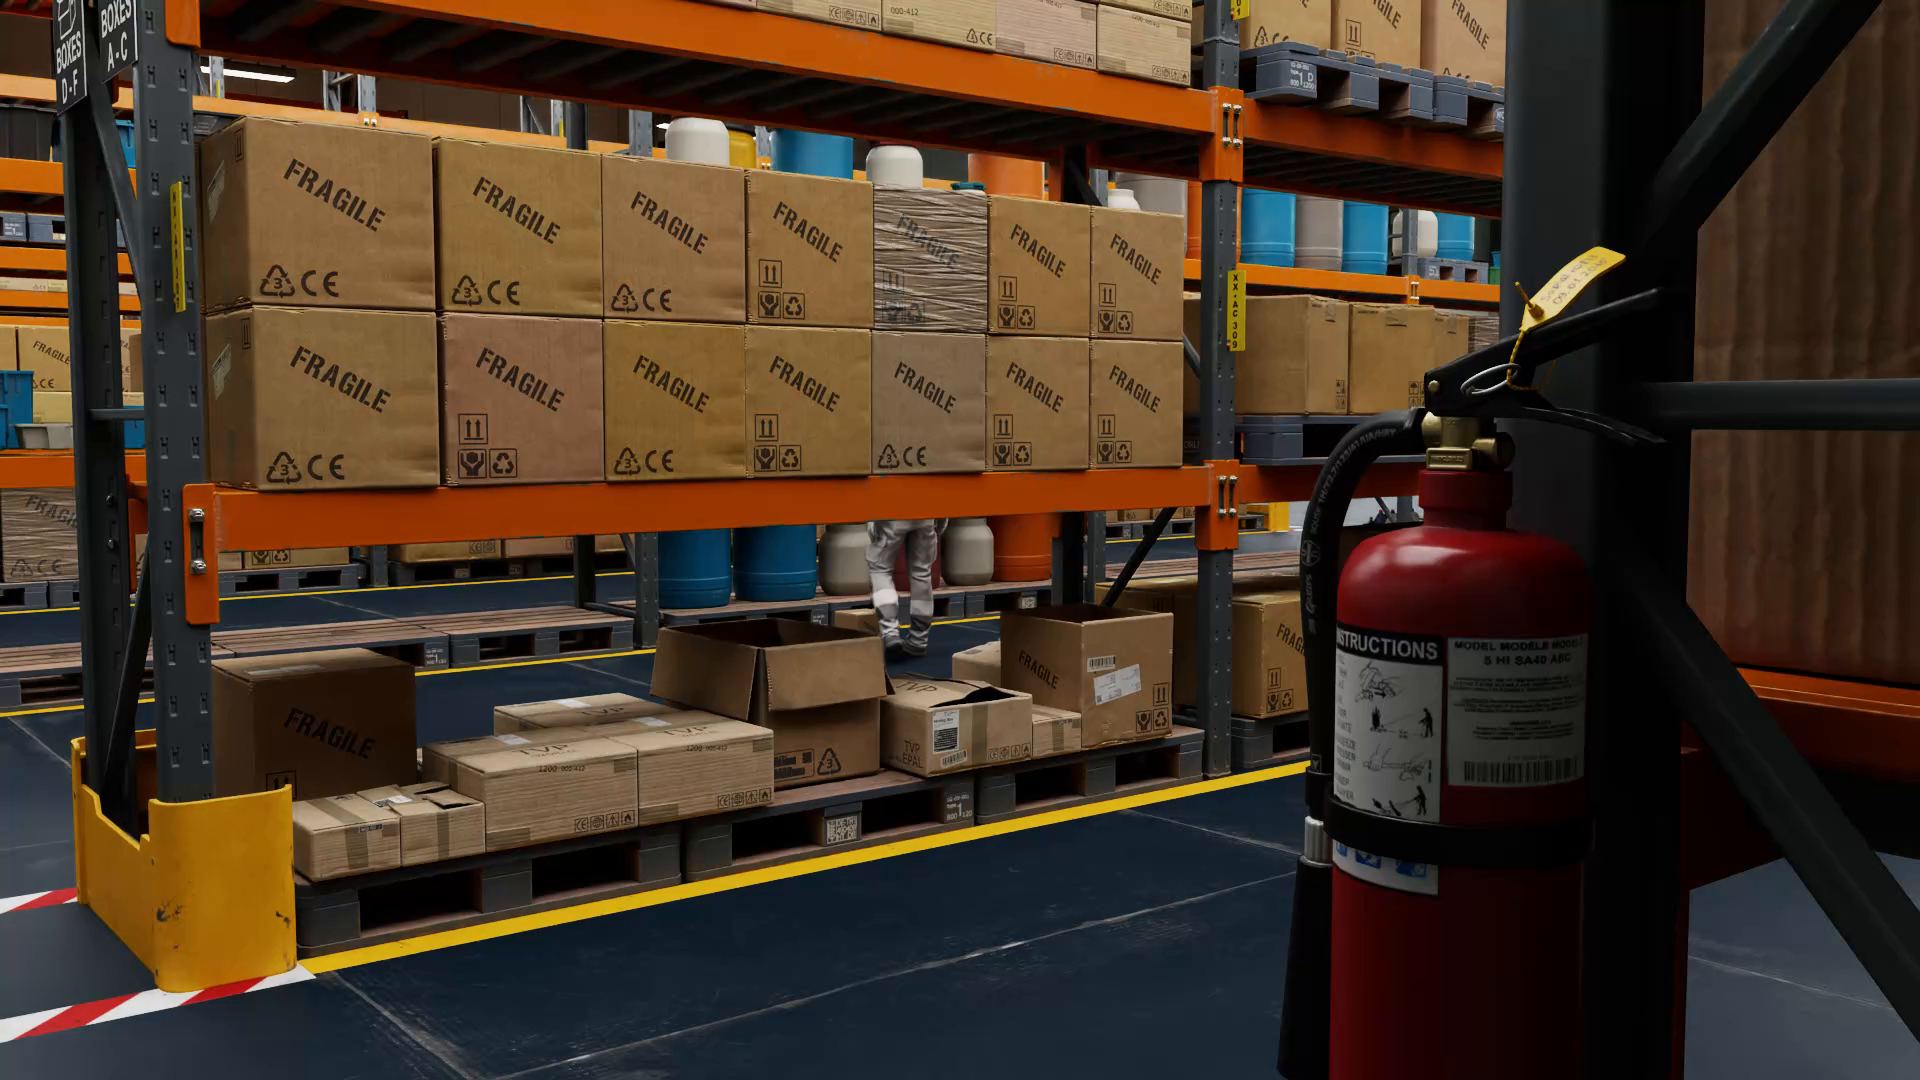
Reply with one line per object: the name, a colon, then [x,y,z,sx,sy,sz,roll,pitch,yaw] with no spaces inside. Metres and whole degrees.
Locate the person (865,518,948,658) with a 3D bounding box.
person: [-0.331,-0.161,10.323,0.570,1.794,0.471,-3,5,-31]
